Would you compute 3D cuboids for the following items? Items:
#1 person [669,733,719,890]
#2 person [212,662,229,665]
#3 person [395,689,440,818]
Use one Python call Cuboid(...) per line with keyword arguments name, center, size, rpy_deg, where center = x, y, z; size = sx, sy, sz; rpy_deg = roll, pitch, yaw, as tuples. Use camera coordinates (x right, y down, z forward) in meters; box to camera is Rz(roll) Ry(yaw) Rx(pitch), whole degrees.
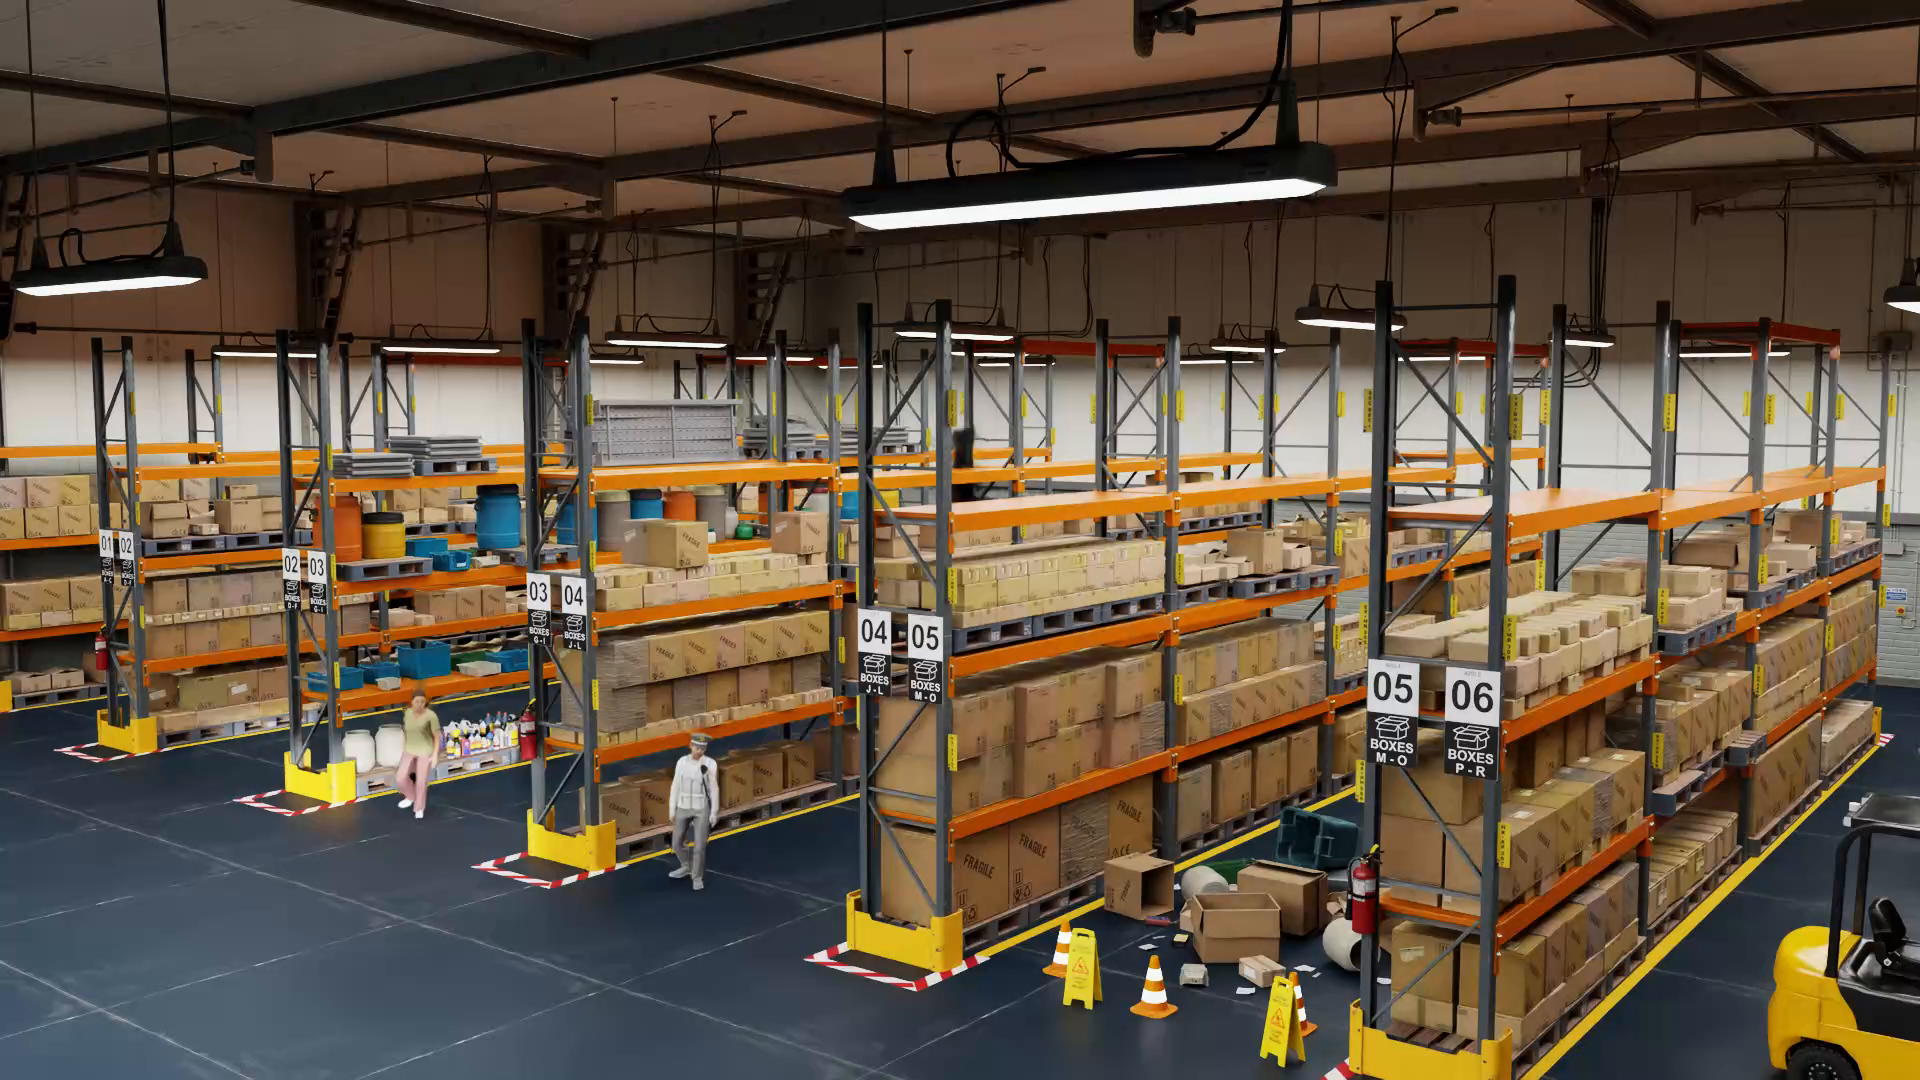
Cuboid(name="person", center=(-2.807, 2.824, 17.479), size=(0.591, 1.651, 0.476), rpy_deg=(1, 5, 6))
Cuboid(name="person", center=(-12.203, 1.944, 27.497), size=(0.690, 1.663, 1.010), rpy_deg=(1, 5, 15))
Cuboid(name="person", center=(-6.617, 2.594, 20.301), size=(0.626, 1.627, 0.546), rpy_deg=(0, 5, 3))
